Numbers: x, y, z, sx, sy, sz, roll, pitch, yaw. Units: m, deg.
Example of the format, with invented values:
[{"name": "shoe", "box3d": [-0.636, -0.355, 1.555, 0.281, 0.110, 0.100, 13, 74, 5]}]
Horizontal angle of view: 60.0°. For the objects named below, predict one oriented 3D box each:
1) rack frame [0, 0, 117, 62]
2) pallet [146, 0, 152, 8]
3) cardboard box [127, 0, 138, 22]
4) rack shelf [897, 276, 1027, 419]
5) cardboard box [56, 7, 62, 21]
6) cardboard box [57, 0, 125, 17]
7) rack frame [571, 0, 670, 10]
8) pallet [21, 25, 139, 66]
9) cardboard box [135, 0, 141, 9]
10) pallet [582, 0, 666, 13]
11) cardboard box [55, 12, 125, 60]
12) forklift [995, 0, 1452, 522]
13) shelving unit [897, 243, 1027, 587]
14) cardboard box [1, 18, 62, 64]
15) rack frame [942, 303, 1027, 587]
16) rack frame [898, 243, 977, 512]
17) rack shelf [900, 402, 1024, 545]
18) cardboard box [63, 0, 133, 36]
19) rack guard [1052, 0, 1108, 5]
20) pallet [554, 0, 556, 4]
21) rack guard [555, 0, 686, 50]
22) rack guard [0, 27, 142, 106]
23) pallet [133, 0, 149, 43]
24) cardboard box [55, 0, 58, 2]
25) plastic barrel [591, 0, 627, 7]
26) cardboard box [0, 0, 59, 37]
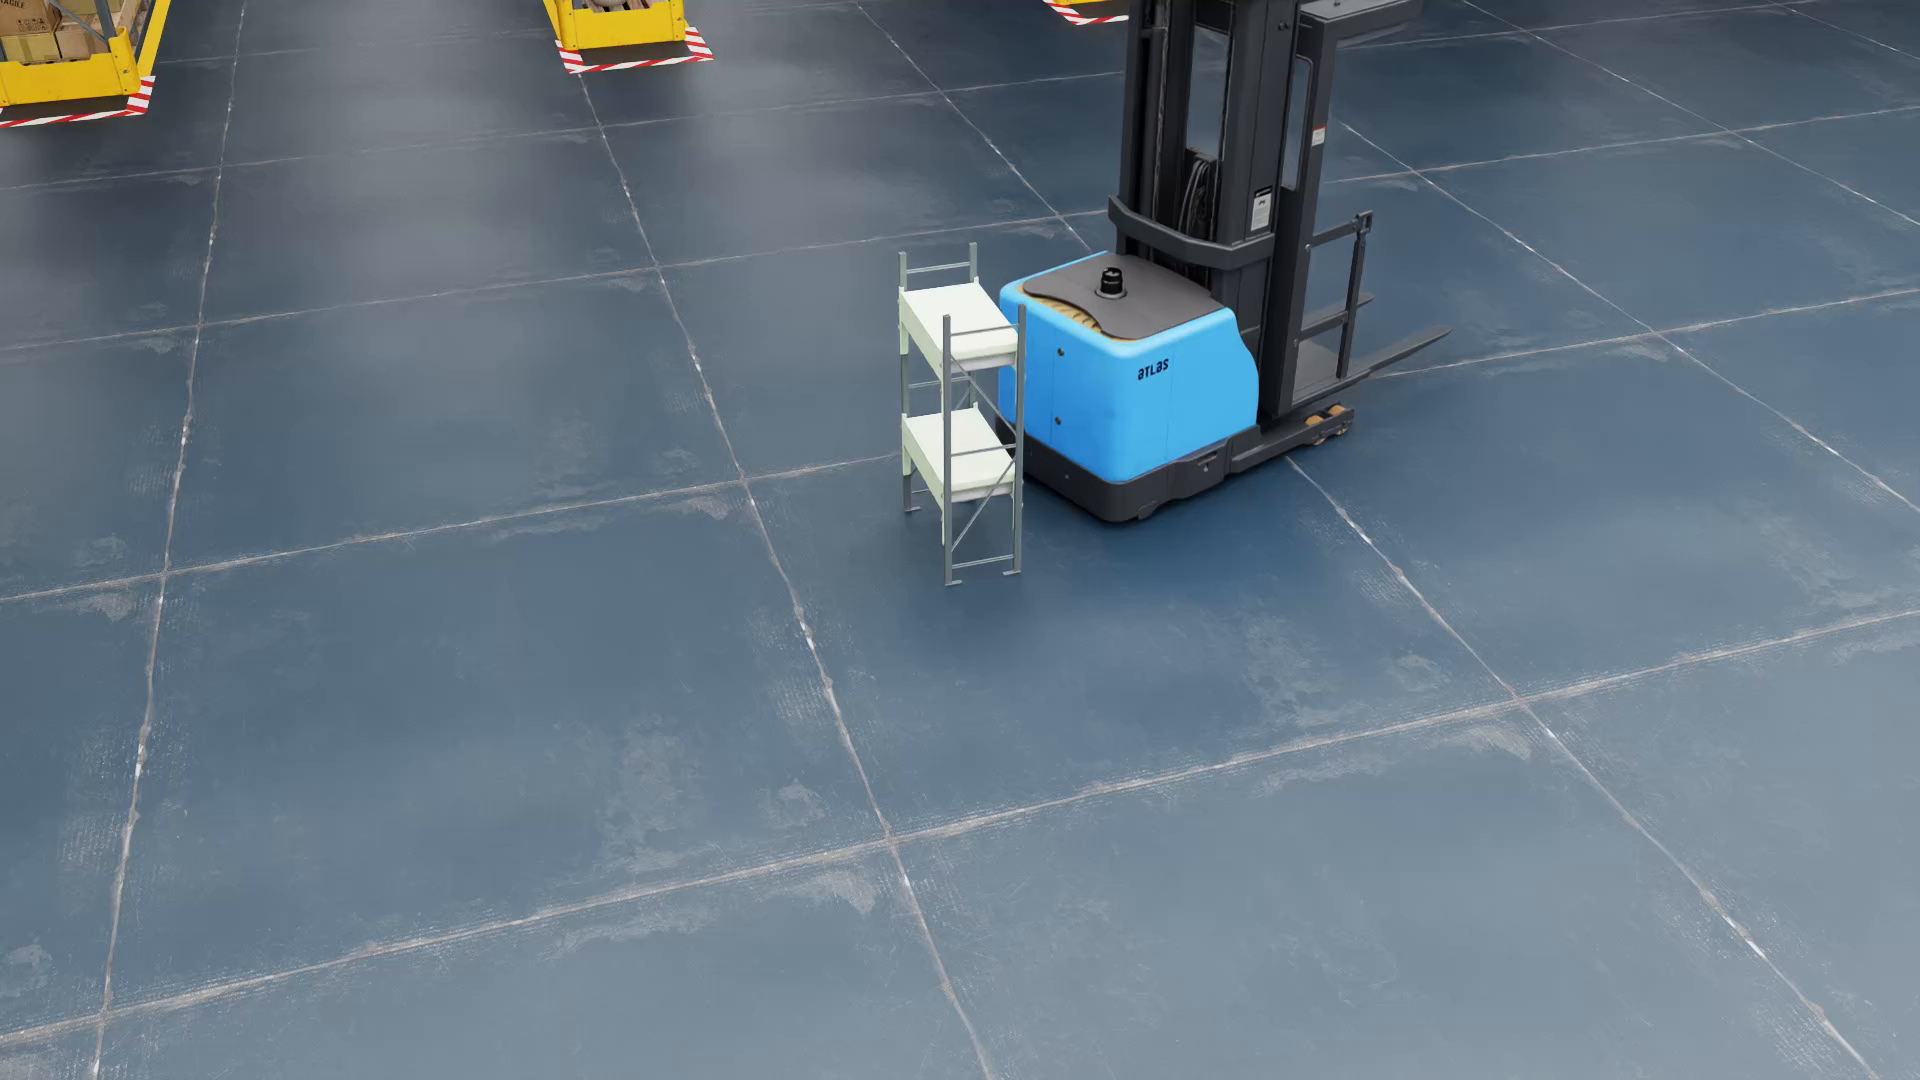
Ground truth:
[{"name": "rack frame", "box3d": [-7.897, -5.214, 13.920, 1.000, 3.000, 0.127, -10, 35, -15]}, {"name": "pallet", "box3d": [-8.914, -5.726, 17.224, 1.003, 0.211, 1.213, -10, 35, -15]}, {"name": "cardboard box", "box3d": [-8.157, -5.085, 15.838, 0.500, 0.250, 0.500, -10, 35, -15]}, {"name": "rack shelf", "box3d": [0.002, -0.948, 8.116, 0.431, 0.370, 0.720, -10, 35, -15]}, {"name": "cardboard box", "box3d": [-8.506, -4.734, 15.307, 0.500, 0.250, 0.500, -10, 35, -15]}, {"name": "cardboard box", "box3d": [-8.003, -5.136, 15.235, 0.500, 0.500, 0.500, -10, 35, -15]}, {"name": "rack frame", "box3d": [-3.179, -6.045, 15.177, 1.000, 3.000, 0.127, -10, 35, -15]}, {"name": "pallet", "box3d": [-8.170, -4.445, 15.285, 1.003, 0.211, 1.213, -10, 35, -15]}, {"name": "cardboard box", "box3d": [-8.305, -5.349, 16.237, 0.500, 0.250, 0.500, -10, 35, -15]}, {"name": "pallet", "box3d": [-3.489, -5.341, 16.641, 1.003, 0.211, 1.213, -10, 35, -15]}, {"name": "cardboard box", "box3d": [-7.849, -4.561, 15.045, 0.500, 0.250, 0.500, -10, 35, -15]}, {"name": "forklift", "box3d": [1.666, -1.977, 9.083, 3.031, 2.935, 1.130, -24, 40, -31]}, {"name": "shelving unit", "box3d": [0.002, -0.622, 8.331, 0.431, 1.500, 0.755, -10, 35, -15]}, {"name": "cardboard box", "box3d": [-8.342, -4.474, 14.913, 0.500, 0.250, 0.500, -10, 35, -15]}, {"name": "rack frame", "box3d": [0.114, -0.430, 8.040, 0.400, 1.500, 0.023, -10, 35, -15]}, {"name": "rack frame", "box3d": [-0.110, -0.814, 8.622, 0.400, 1.500, 0.023, -10, 35, -15]}, {"name": "rack shelf", "box3d": [0.002, -0.350, 8.511, 0.431, 0.370, 0.720, -10, 35, -15]}, {"name": "cardboard box", "box3d": [-8.005, -4.823, 15.441, 0.500, 0.250, 0.500, -10, 35, -15]}, {"name": "rack guard", "box3d": [1.515, -5.875, 17.187, 1.175, 0.500, 0.348, -10, 35, -15]}, {"name": "pallet", "box3d": [-3.858, -5.980, 17.609, 1.003, 0.211, 1.213, -10, 35, -15]}, {"name": "rack guard", "box3d": [-3.246, -5.034, 15.915, 1.175, 0.500, 0.348, -10, 35, -15]}, {"name": "rack guard", "box3d": [-7.890, -4.159, 14.590, 1.175, 0.500, 0.348, -10, 35, -15]}, {"name": "pallet", "box3d": [-8.539, -5.085, 16.253, 1.003, 0.211, 1.213, -10, 35, -15]}, {"name": "cardboard box", "box3d": [-8.663, -5.309, 15.496, 0.500, 0.500, 0.500, -10, 35, -15]}, {"name": "plastic barrel", "box3d": [-3.452, -5.515, 16.251, 0.421, 0.512, 0.421, 0, 33, 0]}, {"name": "cardboard box", "box3d": [-8.344, -4.786, 14.706, 0.500, 0.500, 0.500, -10, 35, -15]}]
